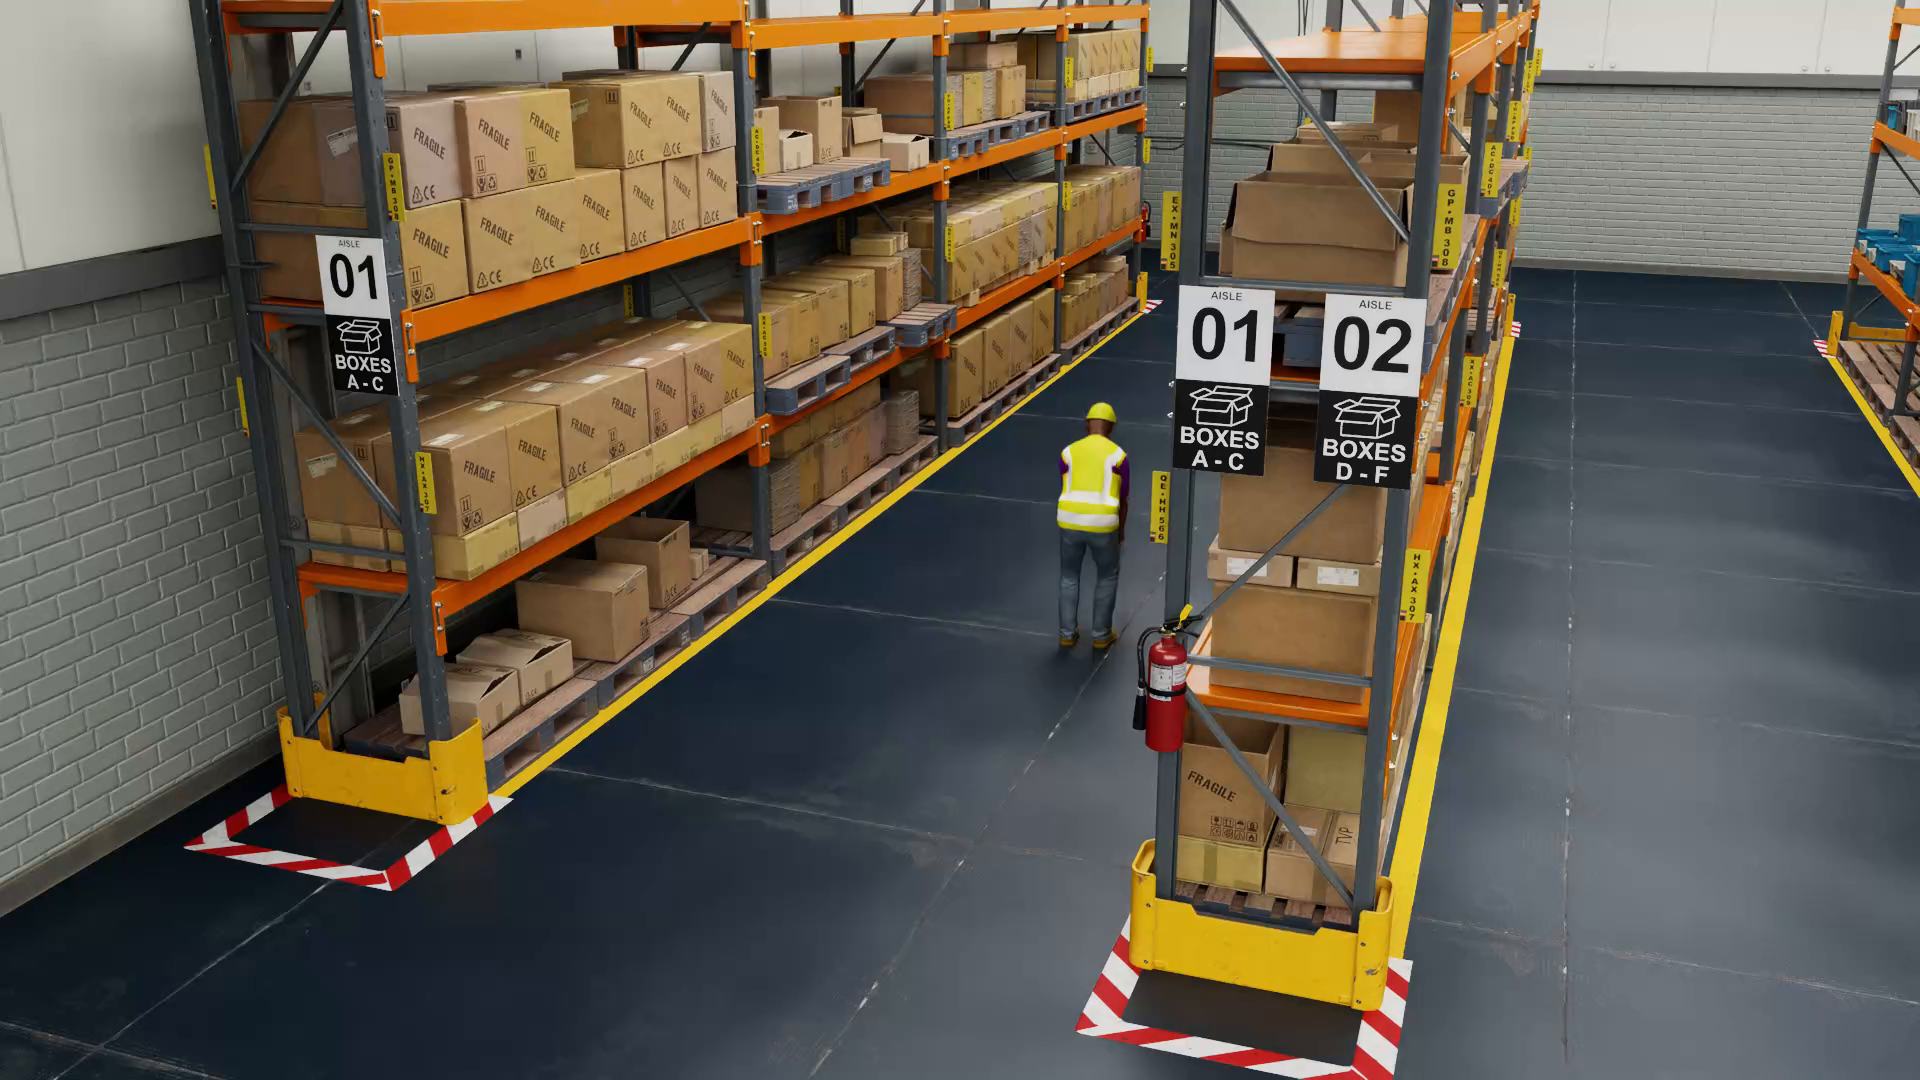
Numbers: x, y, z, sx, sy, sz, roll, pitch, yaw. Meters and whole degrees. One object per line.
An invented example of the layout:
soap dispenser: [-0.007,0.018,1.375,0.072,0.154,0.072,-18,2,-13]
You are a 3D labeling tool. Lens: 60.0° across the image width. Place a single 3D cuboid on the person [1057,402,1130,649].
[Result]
person: [0.915,-0.105,11.503,0.483,1.659,0.691,6,19,17]
